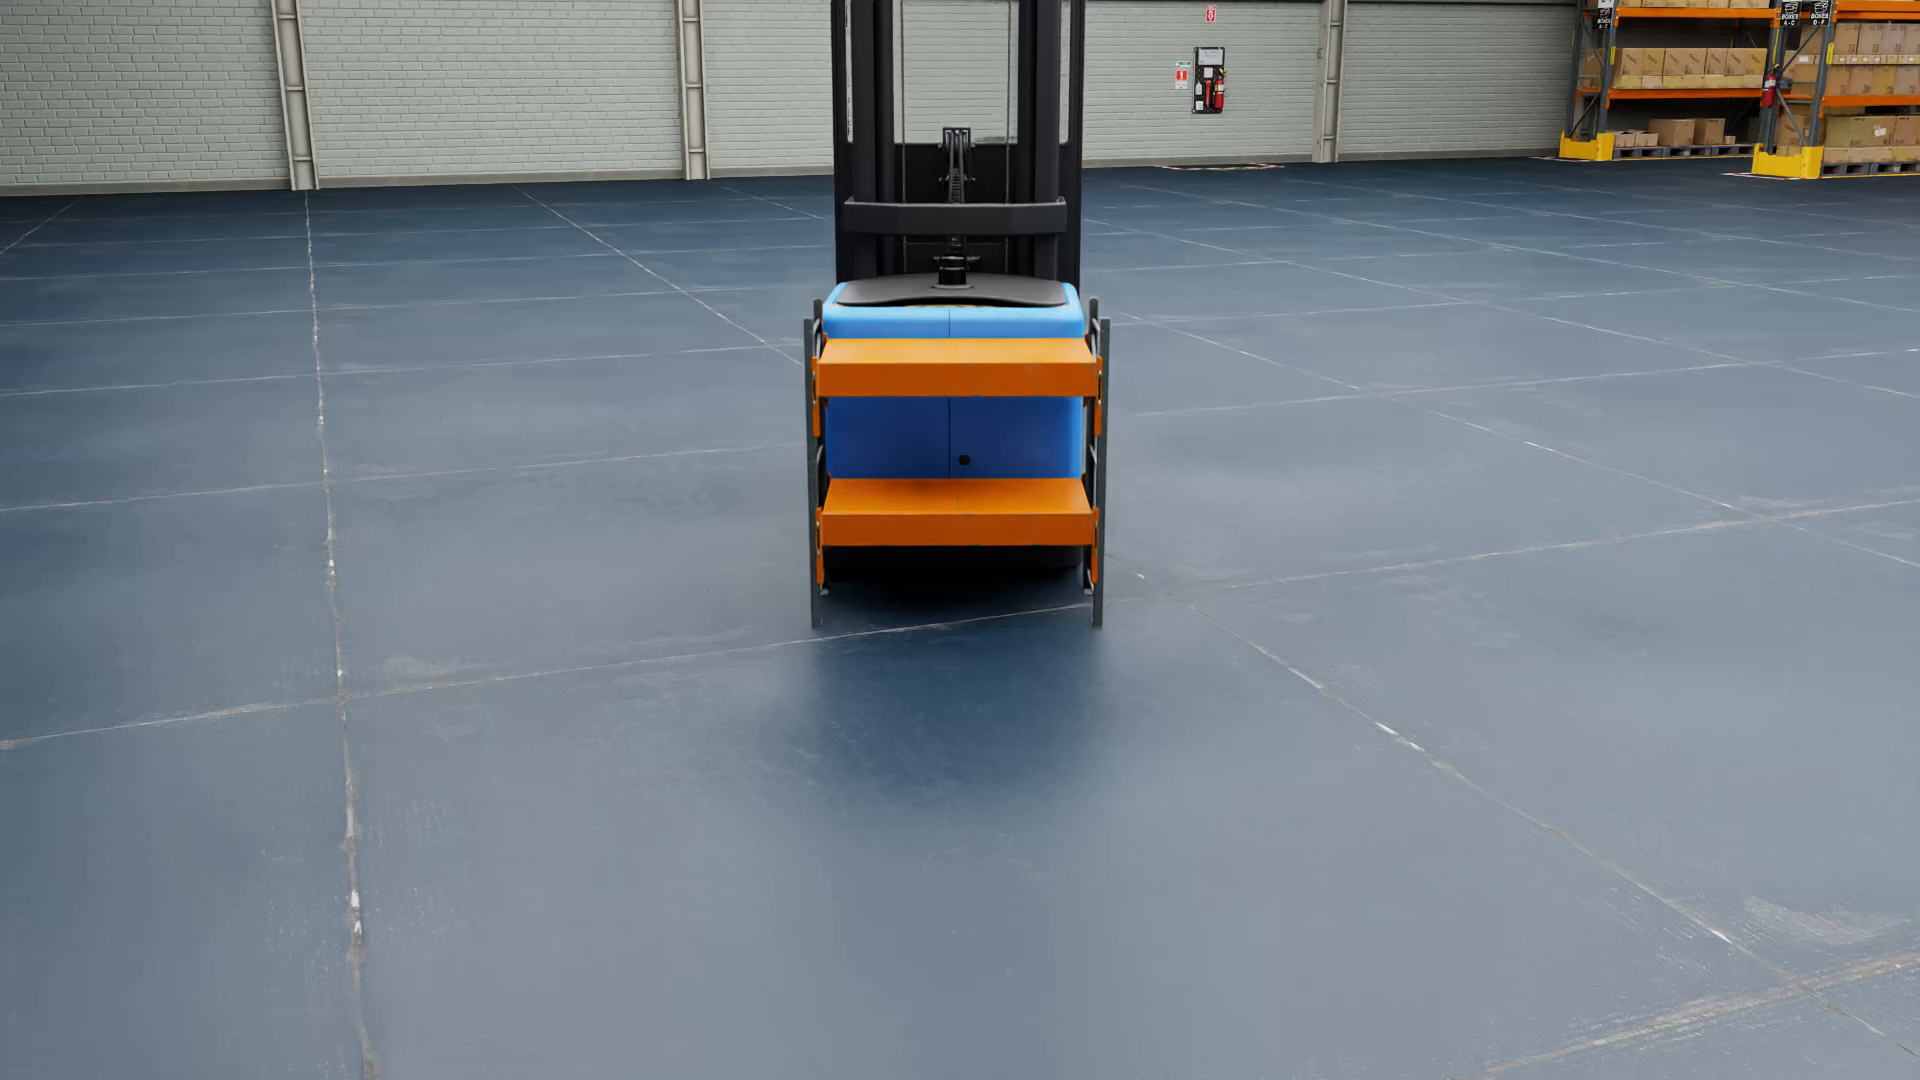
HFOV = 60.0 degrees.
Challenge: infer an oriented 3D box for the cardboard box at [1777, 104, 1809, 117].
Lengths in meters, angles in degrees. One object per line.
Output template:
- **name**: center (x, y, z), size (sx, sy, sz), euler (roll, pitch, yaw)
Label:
- **cardboard box**: center (16.964, -8.784, 34.013), size (0.500, 0.250, 0.500), euler (-7, 18, -21)

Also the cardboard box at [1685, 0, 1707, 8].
- **cardboard box**: center (14.030, -10.508, 32.021), size (0.500, 0.500, 0.500), euler (-5, 17, -17)

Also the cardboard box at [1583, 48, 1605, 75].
- **cardboard box**: center (12.502, -9.286, 32.298), size (0.500, 0.500, 0.500), euler (-6, 18, -21)

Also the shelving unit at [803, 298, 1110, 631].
- **shelving unit**: center (-0.013, -0.285, 6.071), size (1.048, 1.125, 0.538), euler (0, 16, -1)

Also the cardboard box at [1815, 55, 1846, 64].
- **cardboard box**: center (14.357, -7.925, 27.432), size (0.250, 0.149, 0.380), euler (-6, 18, -20)

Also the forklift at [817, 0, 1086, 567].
- **forklift**: center (-0.003, -1.659, 7.546), size (1.130, 2.935, 3.031), euler (0, 16, 1)

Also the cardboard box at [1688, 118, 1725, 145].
- **cardboard box**: center (14.918, -8.185, 33.304), size (0.500, 0.500, 0.500), euler (-8, 18, -24)

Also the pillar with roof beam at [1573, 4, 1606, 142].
- **pillar with roof beam**: center (14.022, -10.930, 28.346), size (0.400, 9.000, 9.100), euler (-6, 17, -20)

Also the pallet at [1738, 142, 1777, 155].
- **pallet**: center (16.599, -8.030, 34.068), size (1.213, 0.211, 1.003), euler (-6, 17, -20)

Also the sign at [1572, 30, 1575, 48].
- **sign**: center (11.958, -9.741, 32.329), size (0.005, 0.325, 0.100), euler (-6, 17, -20)

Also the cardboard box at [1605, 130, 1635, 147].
- **cardboard box**: center (12.816, -7.853, 32.507), size (0.500, 0.311, 0.500), euler (-8, 18, -26)

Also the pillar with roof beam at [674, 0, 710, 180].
- **pillar with roof beam**: center (-2.786, -9.115, 22.166), size (0.400, 9.000, 9.100), euler (-6, 17, -20)

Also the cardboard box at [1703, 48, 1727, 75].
- **cardboard box**: center (14.604, -9.358, 32.540), size (0.500, 0.500, 0.500), euler (-7, 18, -22)

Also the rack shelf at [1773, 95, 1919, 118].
- **rack shelf**: center (15.781, -7.439, 28.384), size (4.000, 0.370, 1.077), euler (-6, 17, -20)

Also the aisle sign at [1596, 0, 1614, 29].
- **aisle sign**: center (12.178, -10.047, 31.373), size (0.004, 0.787, 0.394), euler (-6, 17, -20)

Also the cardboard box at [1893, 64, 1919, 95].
- **cardboard box**: center (15.799, -7.831, 28.265), size (0.500, 0.500, 0.700), euler (-6, 17, -18)

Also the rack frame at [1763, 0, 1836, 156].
- **rack frame**: center (13.914, -7.583, 27.596), size (0.127, 3.000, 1.000), euler (-6, 17, -20)

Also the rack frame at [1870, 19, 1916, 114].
- **rack frame**: center (19.608, -9.692, 34.779), size (0.127, 3.000, 1.000), euler (-6, 17, -20)

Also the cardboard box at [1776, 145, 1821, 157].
- **cardboard box**: center (14.309, -6.597, 28.373), size (0.500, 0.250, 0.500), euler (-6, 17, -20)

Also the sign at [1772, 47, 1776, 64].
- **sign**: center (16.074, -9.562, 32.801), size (0.005, 0.325, 0.100), euler (-6, 17, -20)

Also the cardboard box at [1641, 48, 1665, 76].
- **cardboard box**: center (13.156, -9.199, 32.001), size (0.500, 0.500, 0.500), euler (-6, 17, -20)

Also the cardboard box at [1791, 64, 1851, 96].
- **cardboard box**: center (14.354, -7.674, 27.731), size (0.500, 0.500, 0.700), euler (-6, 17, -20)

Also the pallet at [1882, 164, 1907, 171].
- **pallet**: center (16.891, -6.579, 29.127), size (1.213, 0.211, 1.003), euler (-6, 17, -20)

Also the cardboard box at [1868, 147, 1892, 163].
- **cardboard box**: center (15.427, -6.562, 28.255), size (0.500, 0.250, 0.500), euler (-6, 17, -20)

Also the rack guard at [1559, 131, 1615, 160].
- **rack guard**: center (12.209, -7.694, 32.411), size (0.348, 0.500, 1.175), euler (-6, 17, -20)

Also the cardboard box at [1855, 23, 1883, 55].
- **cardboard box**: center (14.893, -8.357, 27.751), size (0.500, 0.500, 0.700), euler (-7, 18, -22)

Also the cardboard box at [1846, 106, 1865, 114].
- **cardboard box**: center (18.400, -8.936, 34.531), size (0.500, 0.250, 0.500), euler (-6, 17, -19)

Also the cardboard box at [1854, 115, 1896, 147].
- **cardboard box**: center (15.423, -6.925, 28.160), size (0.500, 0.500, 0.500), euler (-6, 17, -20)

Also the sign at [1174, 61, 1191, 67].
- **sign**: center (4.012, -8.581, 29.990), size (0.331, 0.109, 0.001), euler (-6, 17, -20)

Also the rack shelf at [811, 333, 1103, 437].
- **rack shelf**: center (-0.013, -0.565, 5.989), size (1.000, 0.278, 0.538), euler (0, 16, -1)

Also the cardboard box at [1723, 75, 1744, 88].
- **cardboard box**: center (15.071, -9.051, 32.827), size (0.500, 0.250, 0.500), euler (-6, 17, -20)

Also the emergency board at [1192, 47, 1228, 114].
- **emergency board**: center (4.558, -8.340, 30.174), size (0.643, 1.169, 0.194), euler (-6, 17, -20)

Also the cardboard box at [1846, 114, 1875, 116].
- **cardboard box**: center (15.704, -7.112, 28.796), size (0.500, 0.500, 0.500), euler (-6, 17, -20)

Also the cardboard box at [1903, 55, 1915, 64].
- **cardboard box**: center (15.793, -8.080, 27.959), size (0.250, 0.149, 0.380), euler (-6, 17, -20)

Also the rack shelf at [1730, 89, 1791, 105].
- **rack shelf**: center (17.740, -9.145, 34.194), size (4.000, 0.370, 1.077), euler (-6, 17, -20)

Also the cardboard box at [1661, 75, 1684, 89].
- **cardboard box**: center (13.665, -8.895, 32.295), size (0.500, 0.250, 0.500), euler (-6, 18, -21)

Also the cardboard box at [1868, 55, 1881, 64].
- **cardboard box**: center (15.073, -8.002, 27.694), size (0.250, 0.149, 0.380), euler (-6, 18, -21)

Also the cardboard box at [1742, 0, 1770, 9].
- **cardboard box**: center (15.487, -10.669, 32.571), size (0.500, 0.500, 0.500), euler (-6, 17, -19)

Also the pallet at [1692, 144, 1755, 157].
- **pallet**: center (15.258, -7.874, 33.537), size (1.213, 0.211, 1.003), euler (-6, 17, -20)

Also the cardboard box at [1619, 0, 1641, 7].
- **cardboard box**: center (12.539, -10.350, 31.484), size (0.500, 0.500, 0.500), euler (-6, 17, -19)
